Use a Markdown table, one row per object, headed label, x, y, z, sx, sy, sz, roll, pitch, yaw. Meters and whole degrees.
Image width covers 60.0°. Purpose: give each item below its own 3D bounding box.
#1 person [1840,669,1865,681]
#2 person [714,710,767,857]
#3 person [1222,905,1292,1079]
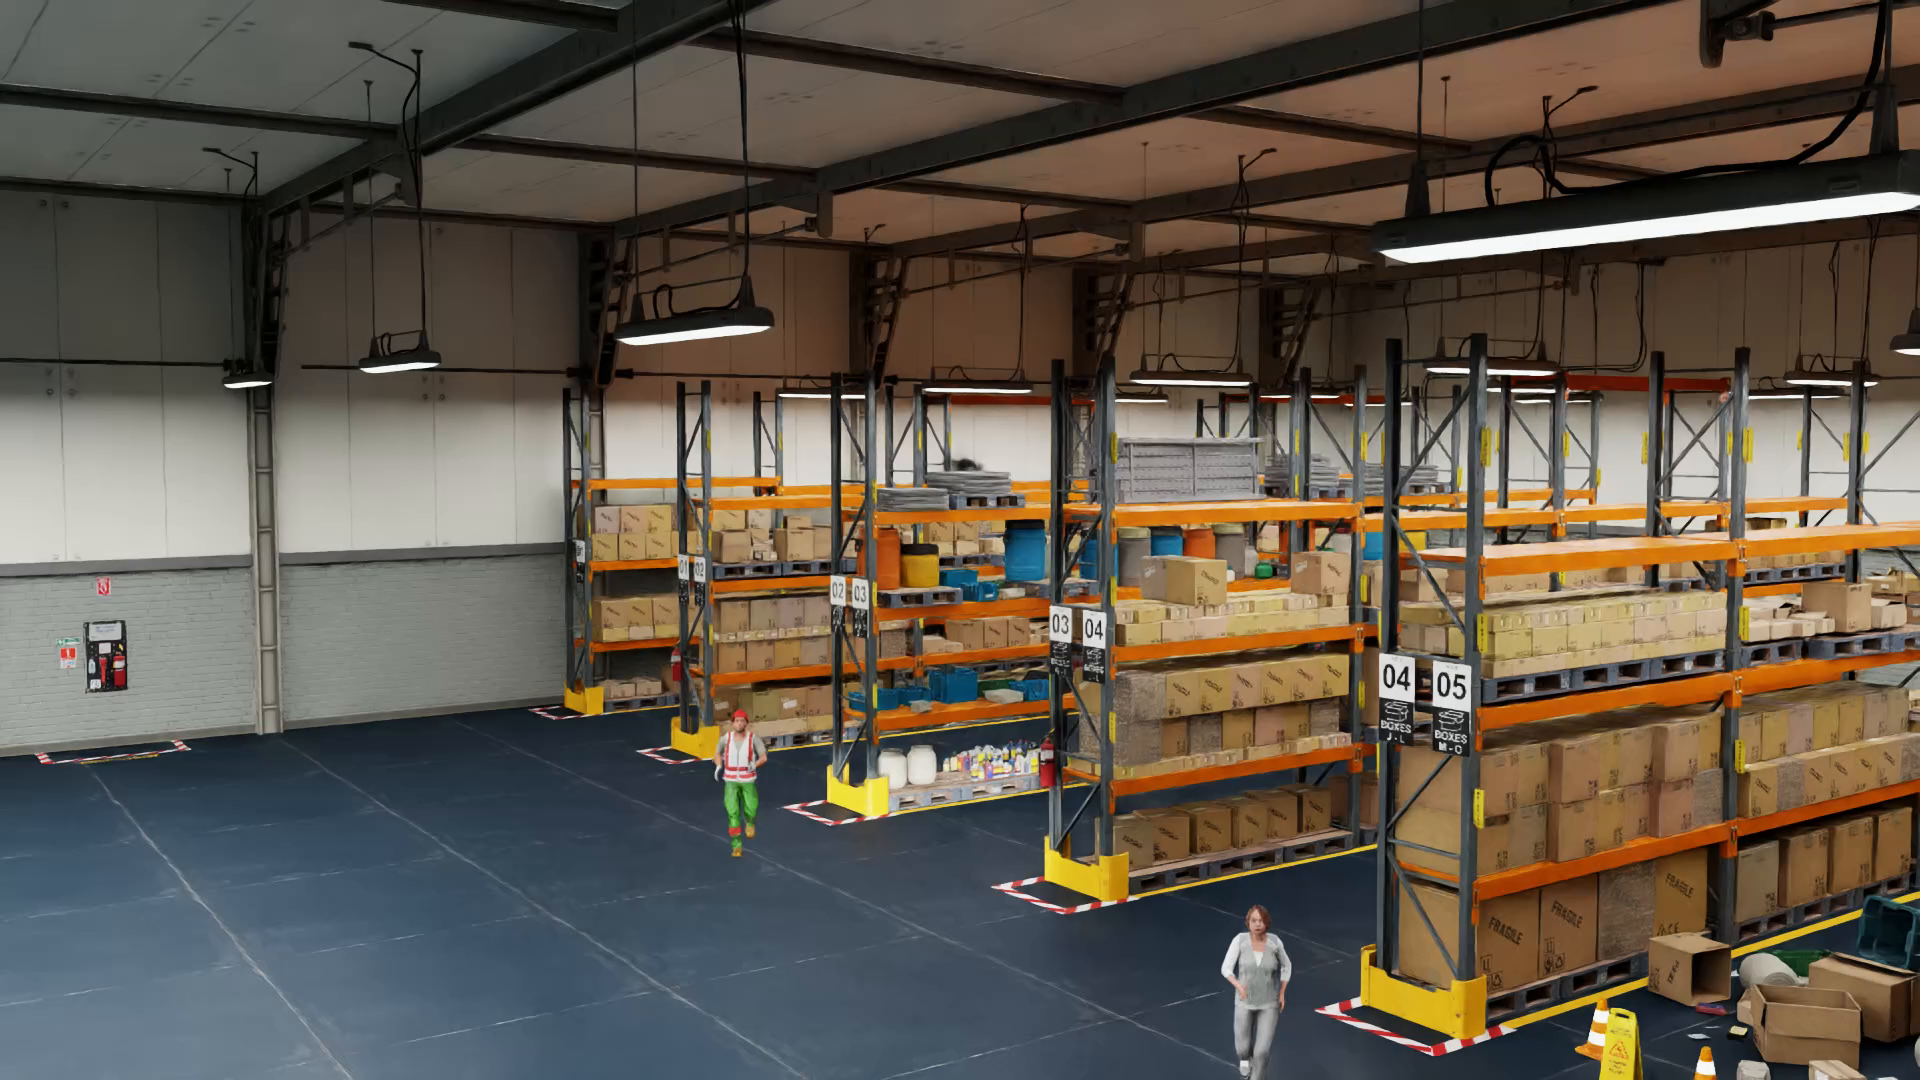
| label | x | y | z | sx | sy | sz | roll | pitch | yaw |
| --- | --- | --- | --- | --- | --- | --- | --- | --- | --- |
| person | 15.404 | 2.437 | 28.969 | 0.723 | 1.735 | 0.621 | -2 | 4 | -32 |
| person | -2.717 | 2.970 | 20.511 | 0.657 | 1.758 | 0.850 | 0 | 4 | -2 |
| person | 2.276 | 3.562 | 12.759 | 0.538 | 1.560 | 0.623 | 1 | 4 | 9 |
